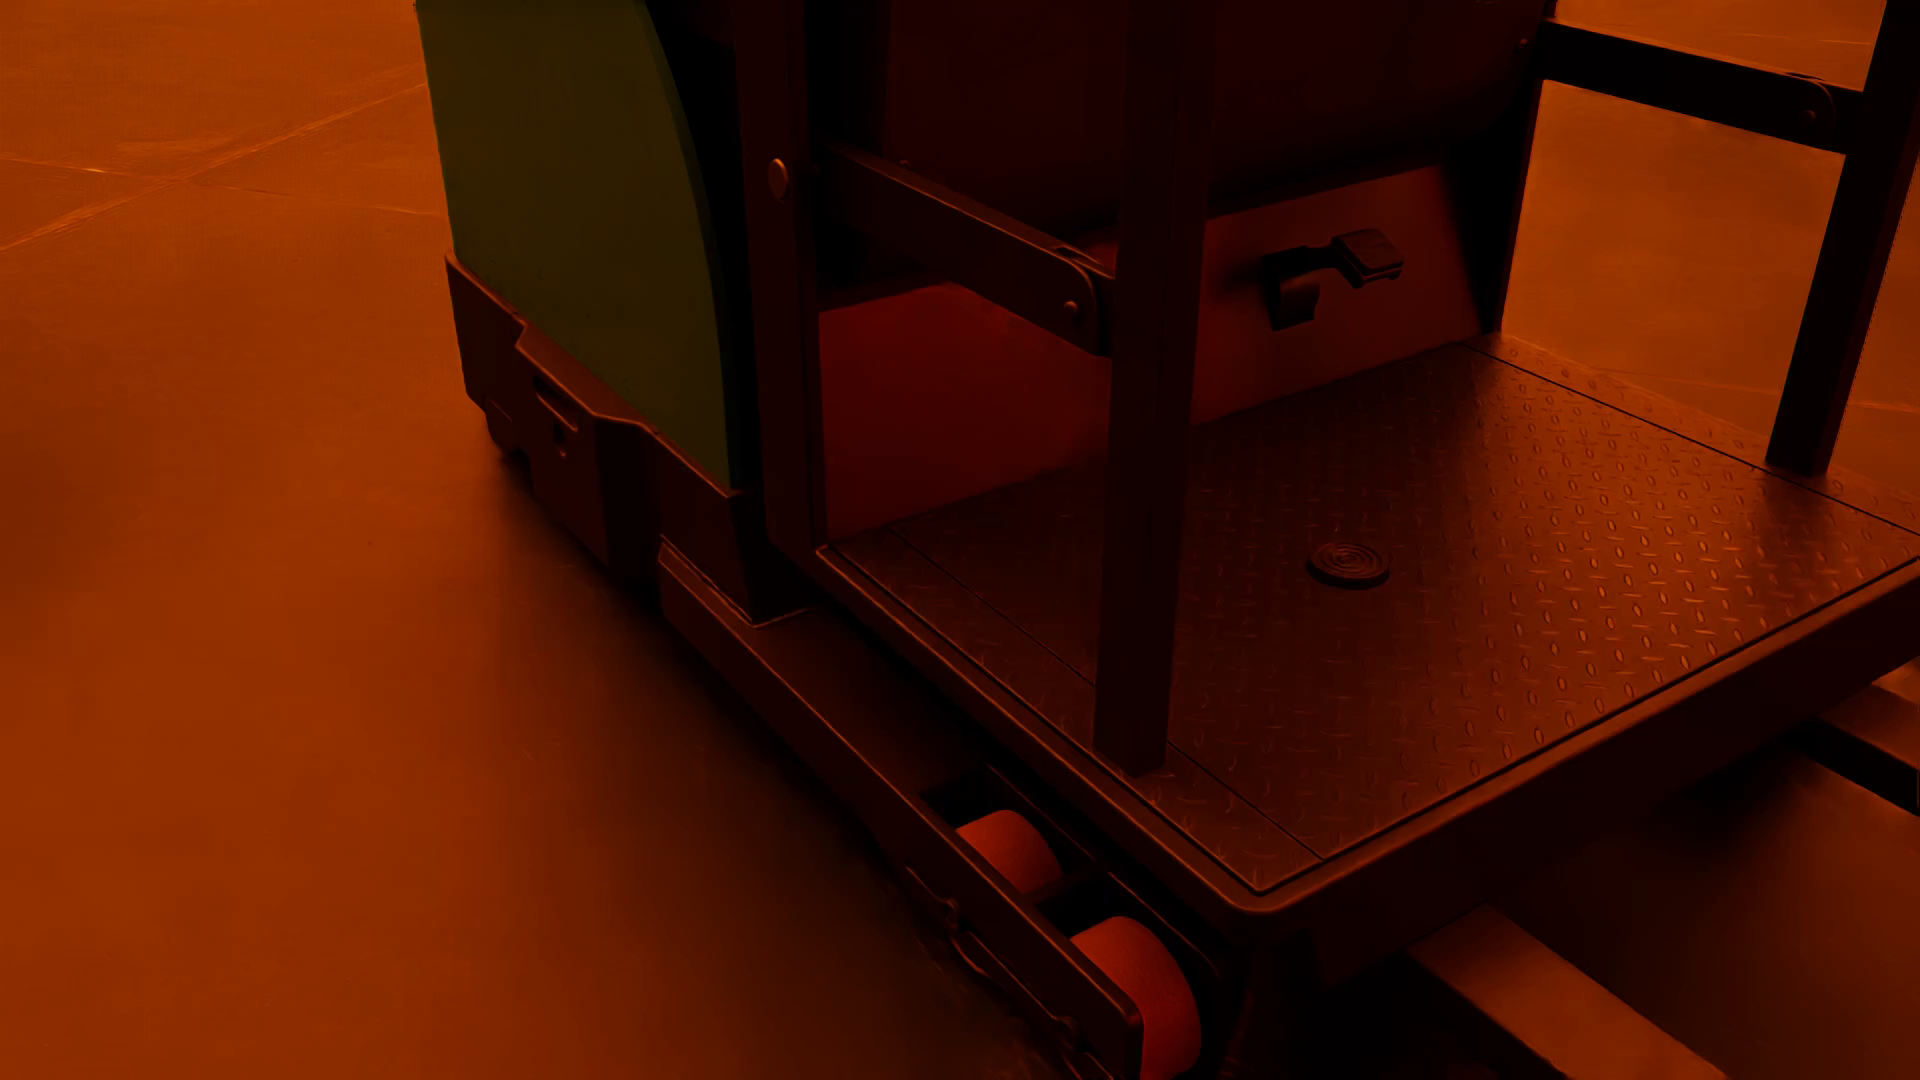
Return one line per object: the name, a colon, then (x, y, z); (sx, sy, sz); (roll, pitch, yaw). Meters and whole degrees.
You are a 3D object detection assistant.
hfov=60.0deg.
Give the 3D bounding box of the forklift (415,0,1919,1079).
forklift: (0.406, -1.019, 1.324); (1.130, 2.935, 3.031); (-18, 34, -29)
